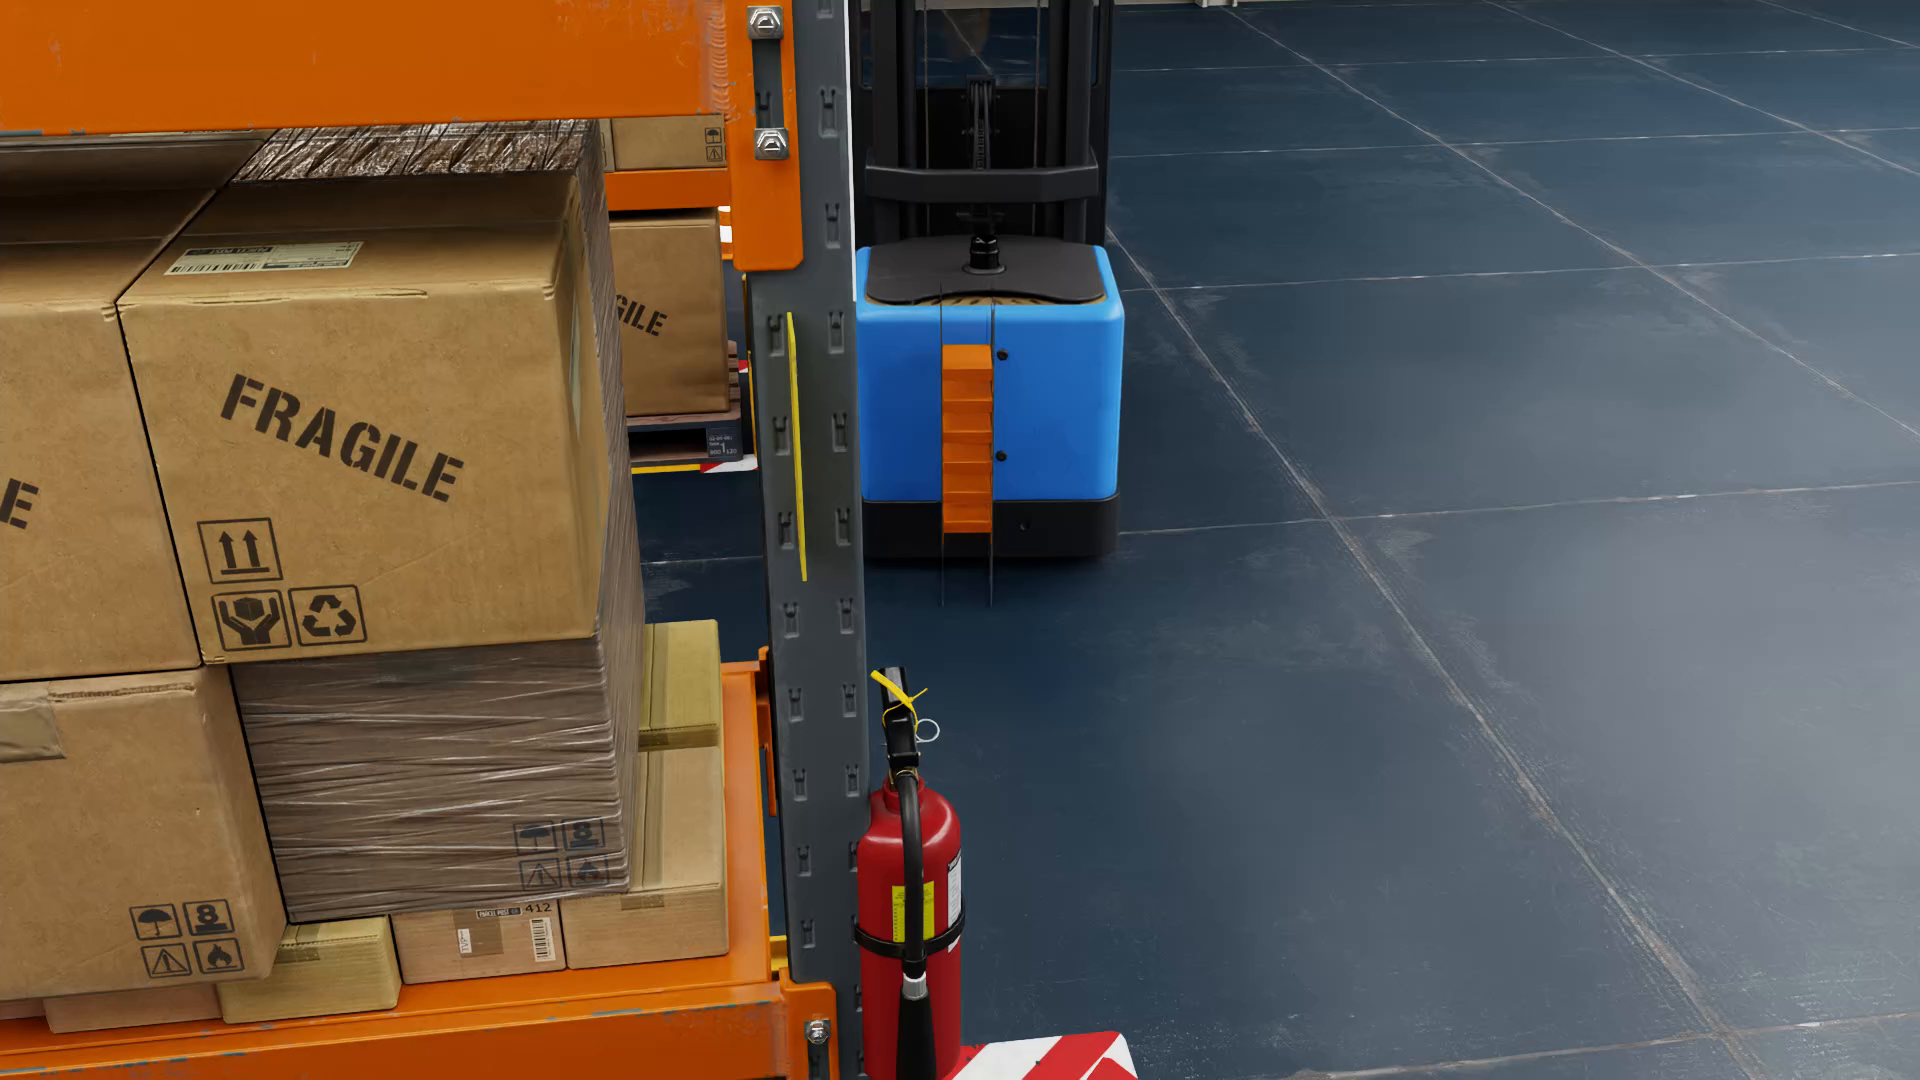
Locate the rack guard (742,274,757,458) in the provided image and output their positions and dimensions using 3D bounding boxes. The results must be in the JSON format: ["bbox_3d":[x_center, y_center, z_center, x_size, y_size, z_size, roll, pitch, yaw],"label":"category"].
[{"bbox_3d":[-0.828,-0.848,7.854,0.348,0.500,1.175,-4,27,-7],"label":"rack guard"}]

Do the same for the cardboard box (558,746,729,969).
[{"bbox_3d":[-0.514,0.514,2.738,0.250,0.149,0.380,-4,27,-7],"label":"cardboard box"}]

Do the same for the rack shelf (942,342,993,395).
[{"bbox_3d":[0.025,-0.615,5.943,0.180,0.103,0.258,0,27,-1],"label":"rack shelf"}]

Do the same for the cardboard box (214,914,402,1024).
[{"bbox_3d":[-1.002,0.569,2.631,0.250,0.149,0.380,-4,27,-7],"label":"cardboard box"}]

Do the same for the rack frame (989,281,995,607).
[{"bbox_3d":[0.116,-0.335,6.088,0.006,1.200,0.240,0,27,-1],"label":"rack frame"}]

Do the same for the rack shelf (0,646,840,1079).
[{"bbox_3d":[-2.241,0.738,2.814,4.000,0.370,1.077,-4,27,-7],"label":"rack shelf"}]

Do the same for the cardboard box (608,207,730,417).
[{"bbox_3d":[-1.514,-1.127,7.527,0.875,0.875,0.875,-4,27,-7],"label":"cardboard box"}]

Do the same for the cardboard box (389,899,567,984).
[{"bbox_3d":[-0.761,0.529,2.708,0.250,0.149,0.380,-4,27,-7],"label":"cardboard box"}]

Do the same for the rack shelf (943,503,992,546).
[{"bbox_3d":[0.025,-0.082,6.217,0.180,0.103,0.258,0,27,-1],"label":"rack shelf"}]

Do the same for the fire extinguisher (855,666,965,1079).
[{"bbox_3d":[-0.083,0.526,2.524,0.183,0.674,0.296,-4,27,-7],"label":"fire extinguisher"}]

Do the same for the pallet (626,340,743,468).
[{"bbox_3d":[-1.632,-0.631,7.749,1.213,0.211,1.003,-4,27,-7],"label":"pallet"}]

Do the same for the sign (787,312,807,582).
[{"bbox_3d":[-0.203,-0.113,2.070,0.005,0.325,0.100,-4,27,-7],"label":"sign"}]

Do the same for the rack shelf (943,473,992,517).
[{"bbox_3d":[0.025,-0.188,6.163,0.180,0.103,0.258,0,27,-1],"label":"rack shelf"}]

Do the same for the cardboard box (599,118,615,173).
[{"bbox_3d":[-1.754,-1.936,7.073,0.550,0.550,0.875,-4,27,-7],"label":"cardboard box"}]

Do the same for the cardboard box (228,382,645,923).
[{"bbox_3d":[-0.809,0.136,2.763,0.500,0.500,0.875,-4,27,-7],"label":"cardboard box"}]

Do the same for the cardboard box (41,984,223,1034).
[{"bbox_3d":[-1.252,0.577,2.614,0.250,0.149,0.380,-4,27,-7],"label":"cardboard box"}]

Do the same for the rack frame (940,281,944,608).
[{"bbox_3d":[-0.067,-0.334,6.086,0.006,1.200,0.240,0,27,-1],"label":"rack frame"}]

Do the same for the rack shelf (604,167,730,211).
[{"bbox_3d":[-2.832,-1.511,7.197,4.000,0.370,1.077,-4,27,-7],"label":"rack shelf"}]

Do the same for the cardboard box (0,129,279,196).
[{"bbox_3d":[-1.339,-0.391,2.695,0.500,0.500,0.500,-4,27,-7],"label":"cardboard box"}]

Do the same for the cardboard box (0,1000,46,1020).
[{"bbox_3d":[-1.505,0.575,2.620,0.250,0.149,0.380,-4,27,-7],"label":"cardboard box"}]

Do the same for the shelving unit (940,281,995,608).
[{"bbox_3d":[0.025,-0.335,6.087,0.189,1.200,0.258,0,27,-1],"label":"shelving unit"}]

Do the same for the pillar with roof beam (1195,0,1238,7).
[{"bbox_3d":[3.390,-7.901,12.291,0.400,9.000,9.100,-4,27,-7],"label":"pillar with roof beam"}]

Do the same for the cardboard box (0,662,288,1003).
[{"bbox_3d":[-1.287,0.222,2.596,0.500,0.500,0.875,-4,27,-7],"label":"cardboard box"}]

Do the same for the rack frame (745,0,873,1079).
[{"bbox_3d":[-0.261,0.289,2.901,0.053,2.616,0.949,-4,27,-7],"label":"rack frame"}]

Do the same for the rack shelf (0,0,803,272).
[{"bbox_3d":[-2.241,-0.597,2.130,4.000,0.370,1.077,-4,27,-7],"label":"rack shelf"}]

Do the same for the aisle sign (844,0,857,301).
[{"bbox_3d":[-0.157,-0.734,2.048,0.004,0.787,0.394,-4,27,-7],"label":"aisle sign"}]

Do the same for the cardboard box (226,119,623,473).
[{"bbox_3d":[-0.843,-0.419,2.751,0.500,0.500,0.500,-4,27,-7],"label":"cardboard box"}]

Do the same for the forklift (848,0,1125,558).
[{"bbox_3d":[0.075,-1.864,7.173,1.130,2.935,3.031,0,27,-1],"label":"forklift"}]

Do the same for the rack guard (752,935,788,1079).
[{"bbox_3d":[-0.336,1.408,3.459,0.348,0.500,1.175,-4,27,-7],"label":"rack guard"}]

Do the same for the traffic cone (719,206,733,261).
[{"bbox_3d":[-1.396,-1.970,10.083,0.334,0.463,0.336,-4,27,-7],"label":"traffic cone"}]

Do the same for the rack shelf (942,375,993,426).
[{"bbox_3d":[0.025,-0.508,5.998,0.180,0.103,0.258,0,27,-1],"label":"rack shelf"}]

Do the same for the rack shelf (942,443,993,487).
[{"bbox_3d":[0.025,-0.295,6.108,0.180,0.103,0.258,0,27,-1],"label":"rack shelf"}]

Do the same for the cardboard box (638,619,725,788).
[{"bbox_3d":[-0.576,0.313,3.130,0.250,0.149,0.380,-4,27,-7],"label":"cardboard box"}]

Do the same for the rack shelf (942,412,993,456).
[{"bbox_3d":[0.025,-0.402,6.053,0.180,0.103,0.258,0,27,-1],"label":"rack shelf"}]

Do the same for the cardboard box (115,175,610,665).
[{"bbox_3d":[-0.771,-0.184,2.293,0.500,0.500,0.500,-4,27,-7],"label":"cardboard box"}]

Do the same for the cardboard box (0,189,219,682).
[{"bbox_3d":[-1.265,-0.150,2.226,0.500,0.500,0.500,-4,27,-7],"label":"cardboard box"}]

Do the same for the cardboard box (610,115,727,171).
[{"bbox_3d":[-1.212,-1.981,7.160,0.550,0.550,0.875,-4,27,-7],"label":"cardboard box"}]
